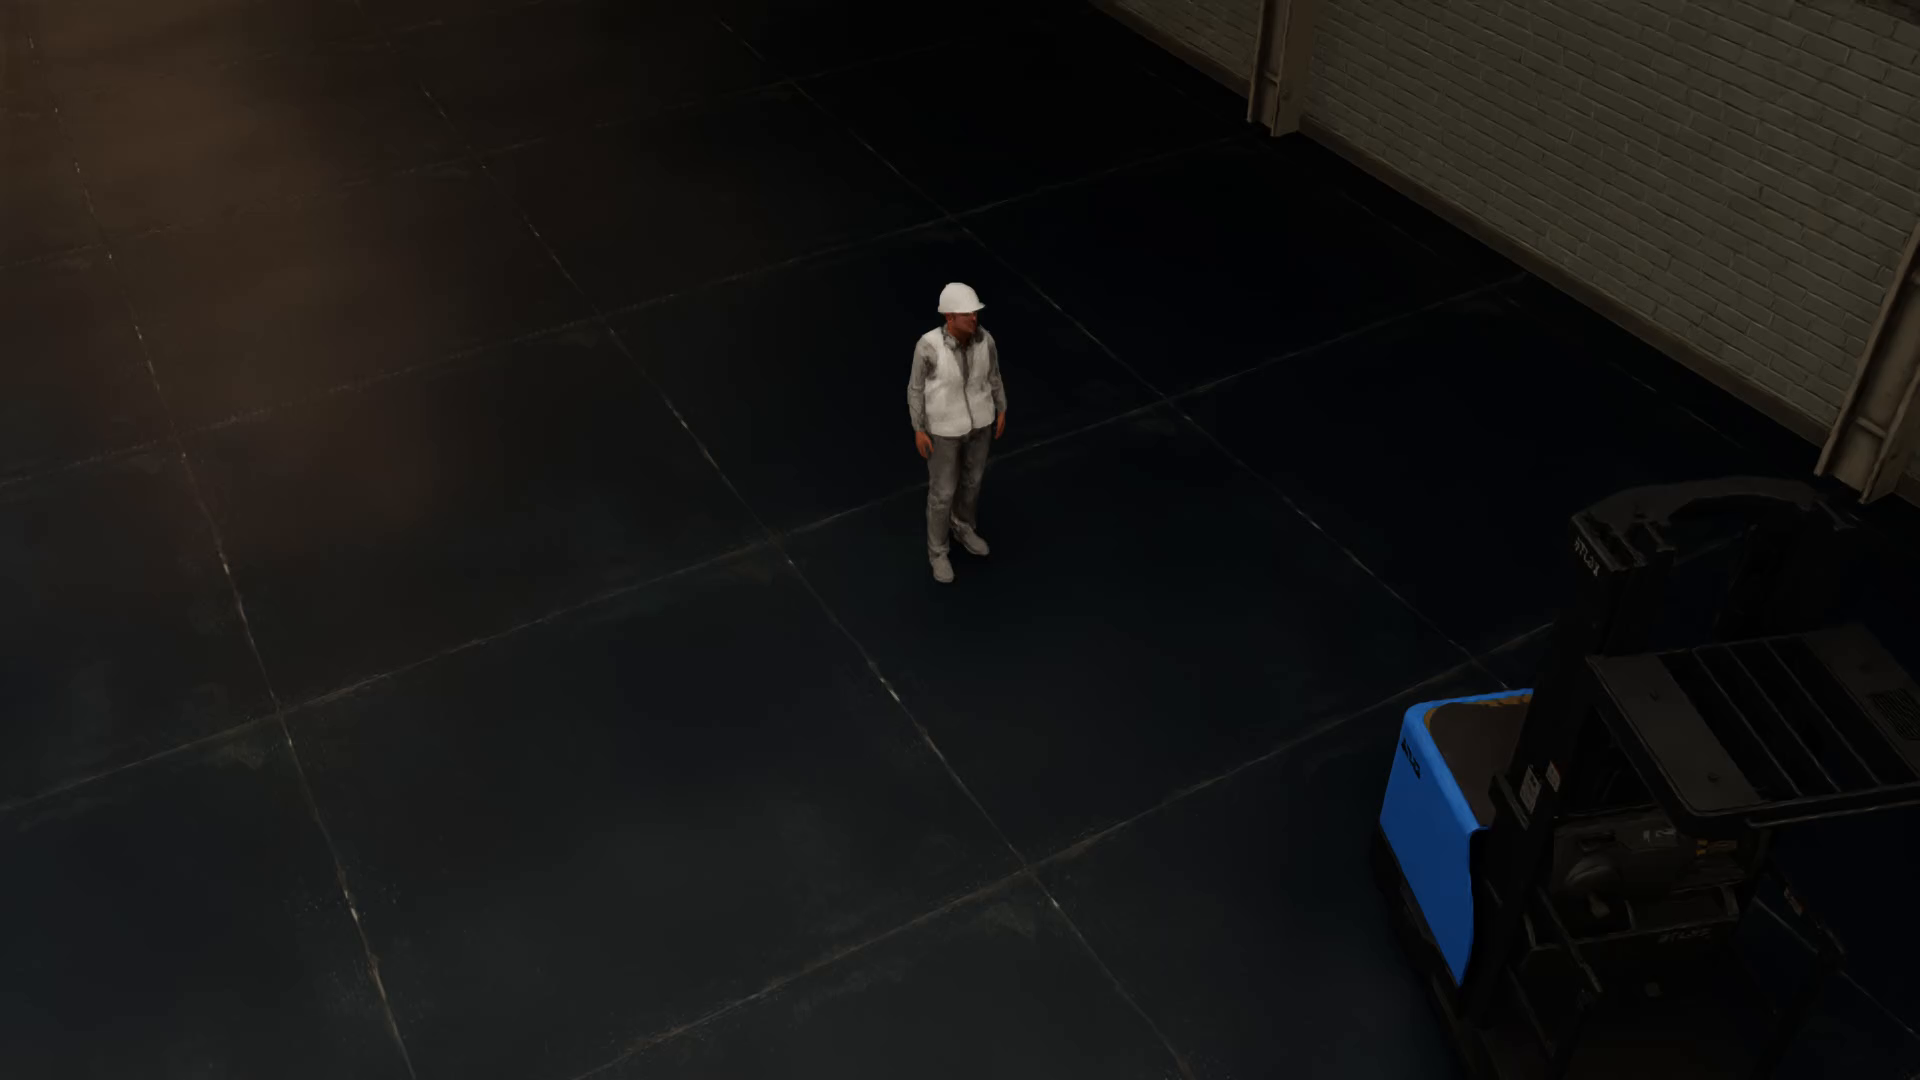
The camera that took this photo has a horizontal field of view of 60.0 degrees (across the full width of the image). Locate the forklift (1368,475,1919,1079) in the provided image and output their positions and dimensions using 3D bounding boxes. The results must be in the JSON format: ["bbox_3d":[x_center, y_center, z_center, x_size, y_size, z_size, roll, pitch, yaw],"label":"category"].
[{"bbox_3d":[2.814,1.334,6.428,1.130,2.935,3.031,-7,40,-8],"label":"forklift"}]

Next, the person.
[{"bbox_3d":[0.024,-0.651,9.716,0.632,1.773,0.567,-20,44,-23],"label":"person"}]
